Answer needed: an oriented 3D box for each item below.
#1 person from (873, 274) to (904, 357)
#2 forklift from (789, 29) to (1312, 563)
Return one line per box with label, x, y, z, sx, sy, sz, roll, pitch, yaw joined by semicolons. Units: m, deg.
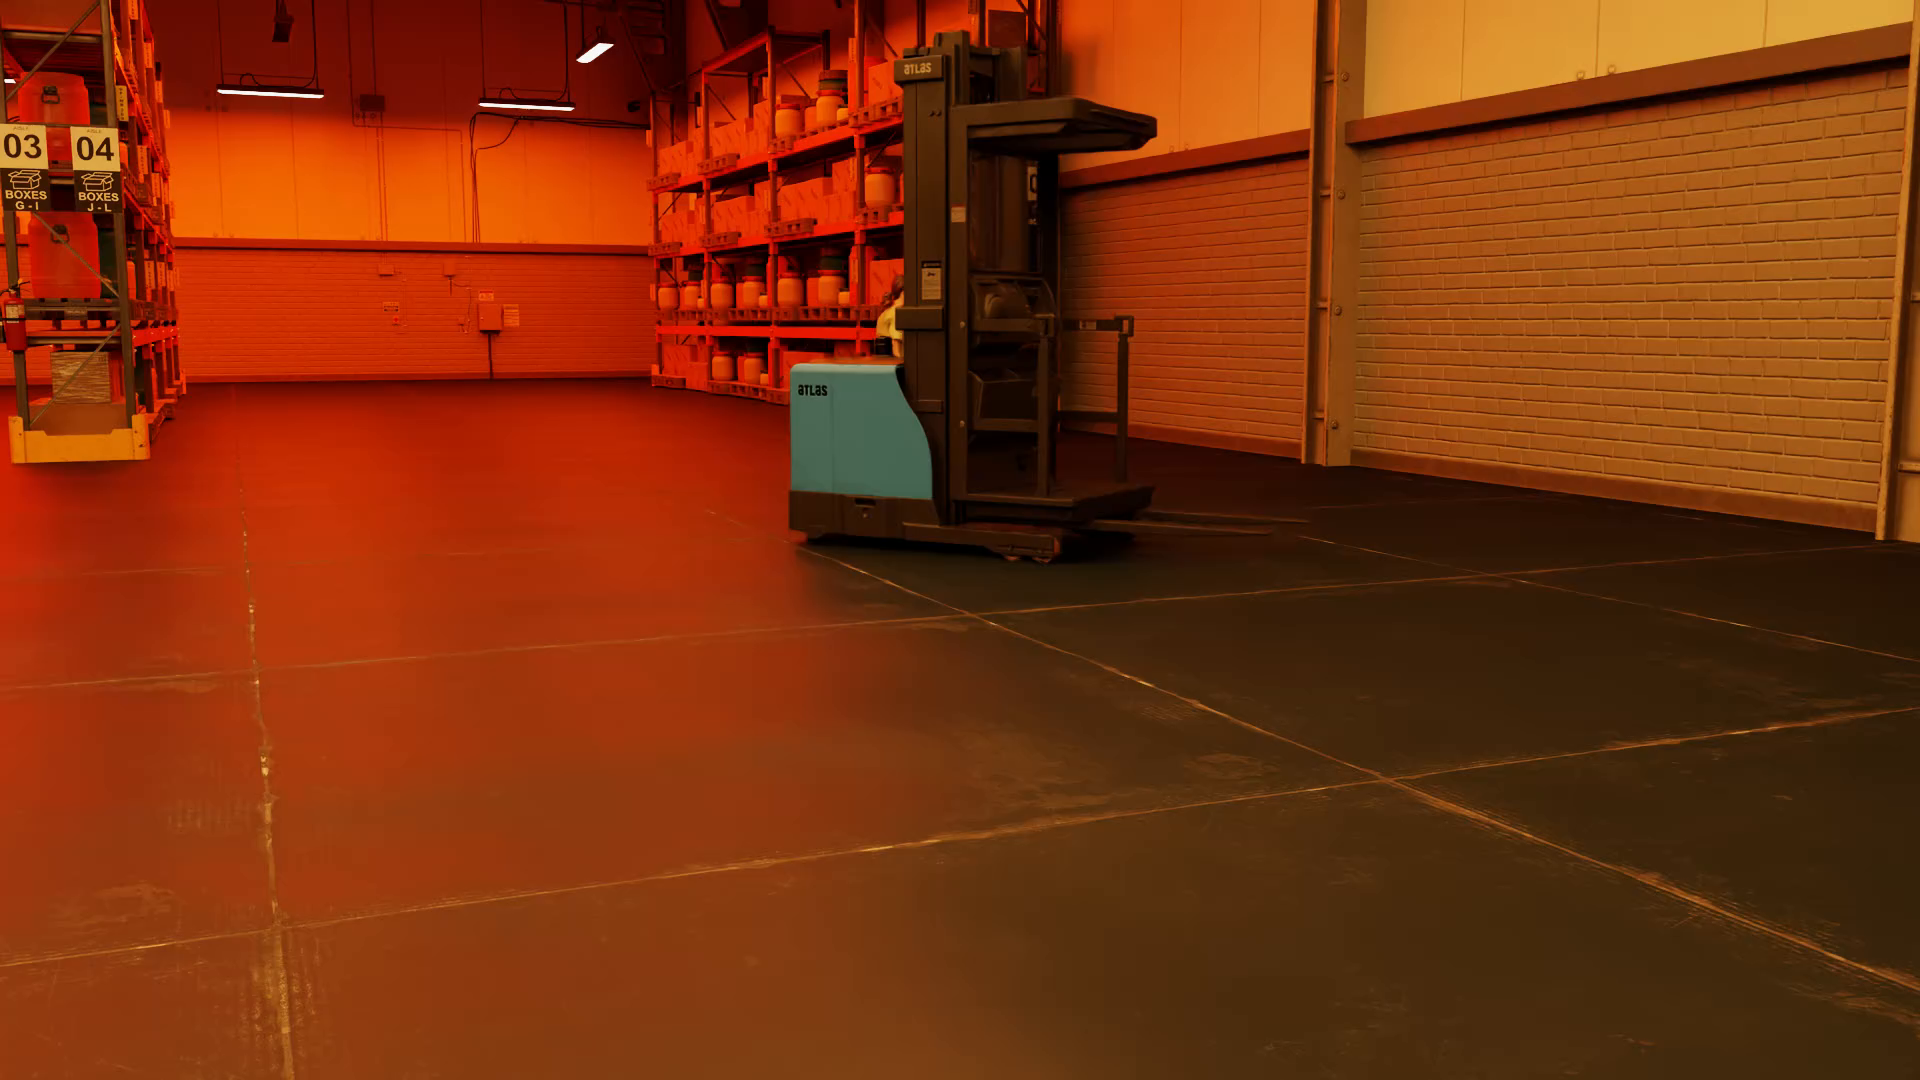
person;-0.446;-1.128;12.320;0.370;1.671;0.517;-2;8;-14
forklift;0.490;-1.402;9.577;3.031;2.935;1.130;5;9;31
